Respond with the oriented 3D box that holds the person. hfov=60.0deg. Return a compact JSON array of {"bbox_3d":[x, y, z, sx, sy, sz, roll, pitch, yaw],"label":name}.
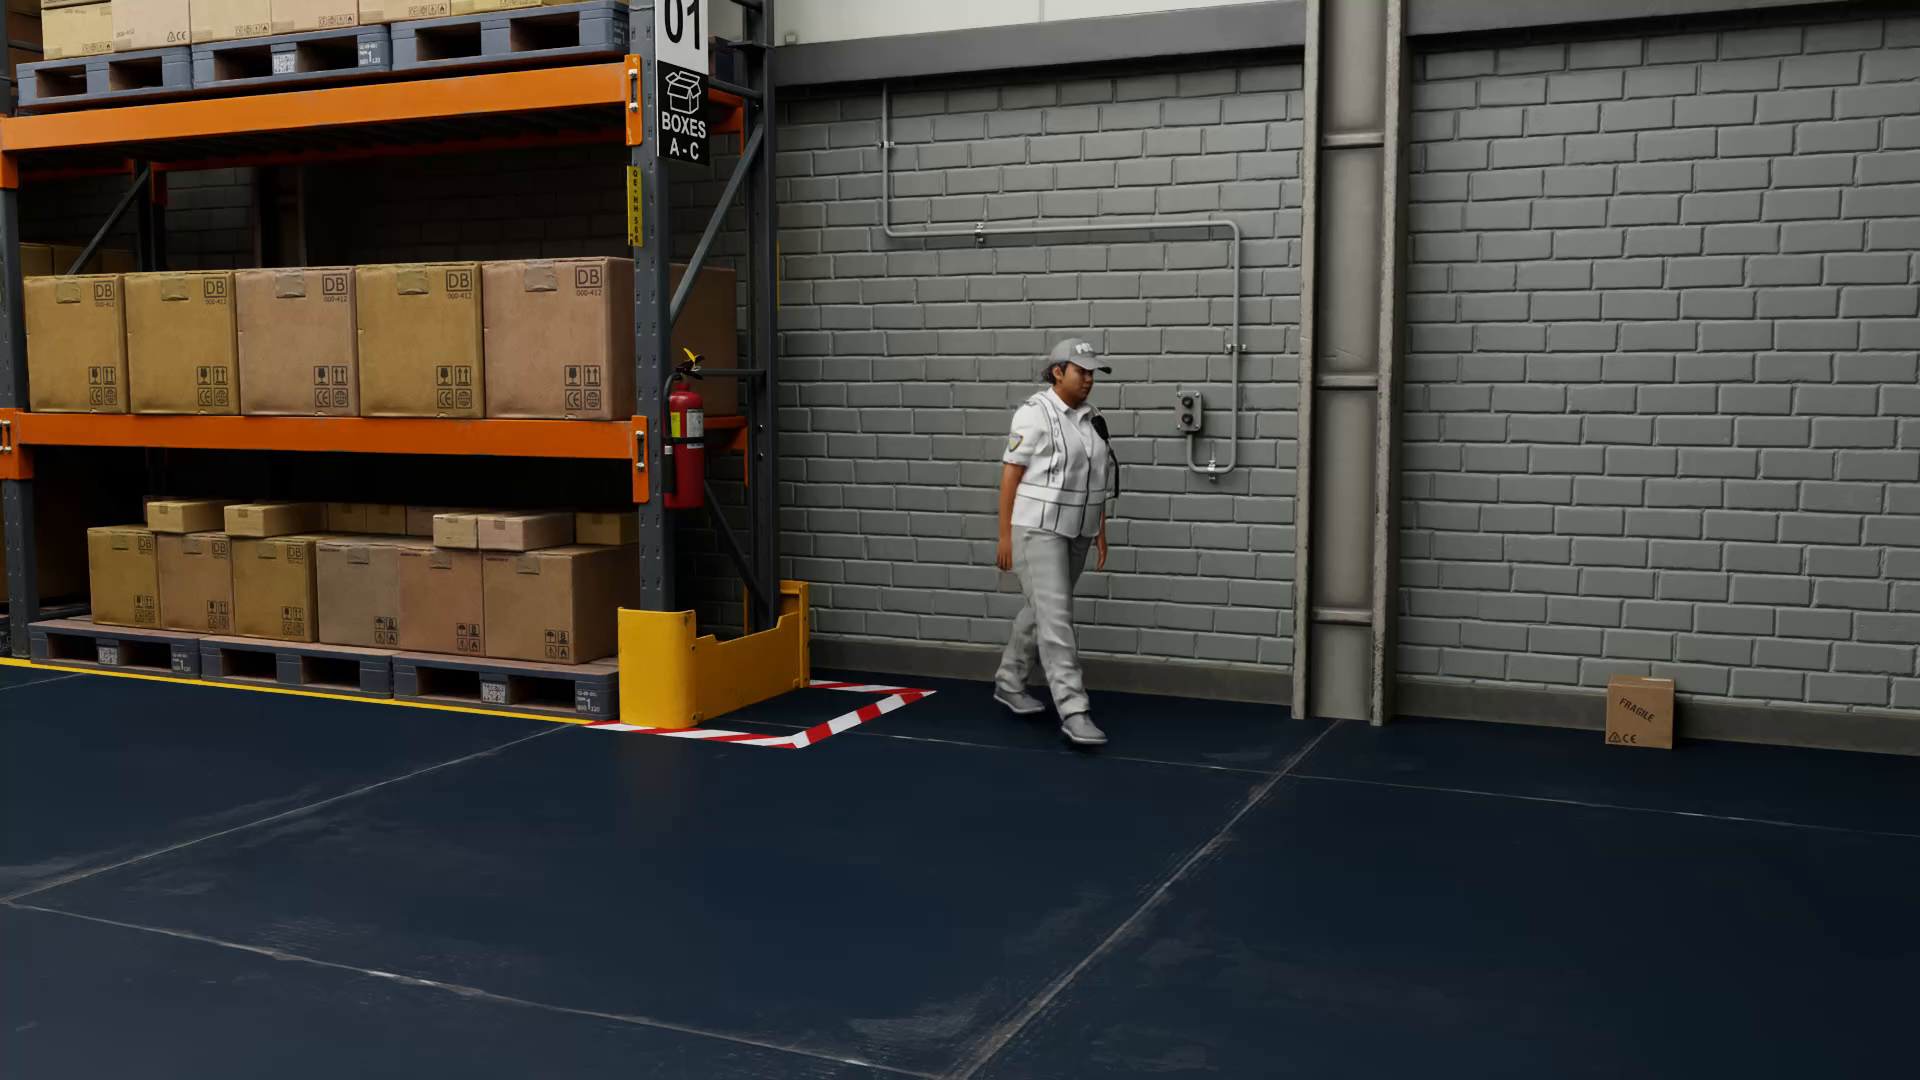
[{"bbox_3d":[0.410,-0.029,6.920,0.548,1.614,0.898,-6,8,-44],"label":"person"}]
